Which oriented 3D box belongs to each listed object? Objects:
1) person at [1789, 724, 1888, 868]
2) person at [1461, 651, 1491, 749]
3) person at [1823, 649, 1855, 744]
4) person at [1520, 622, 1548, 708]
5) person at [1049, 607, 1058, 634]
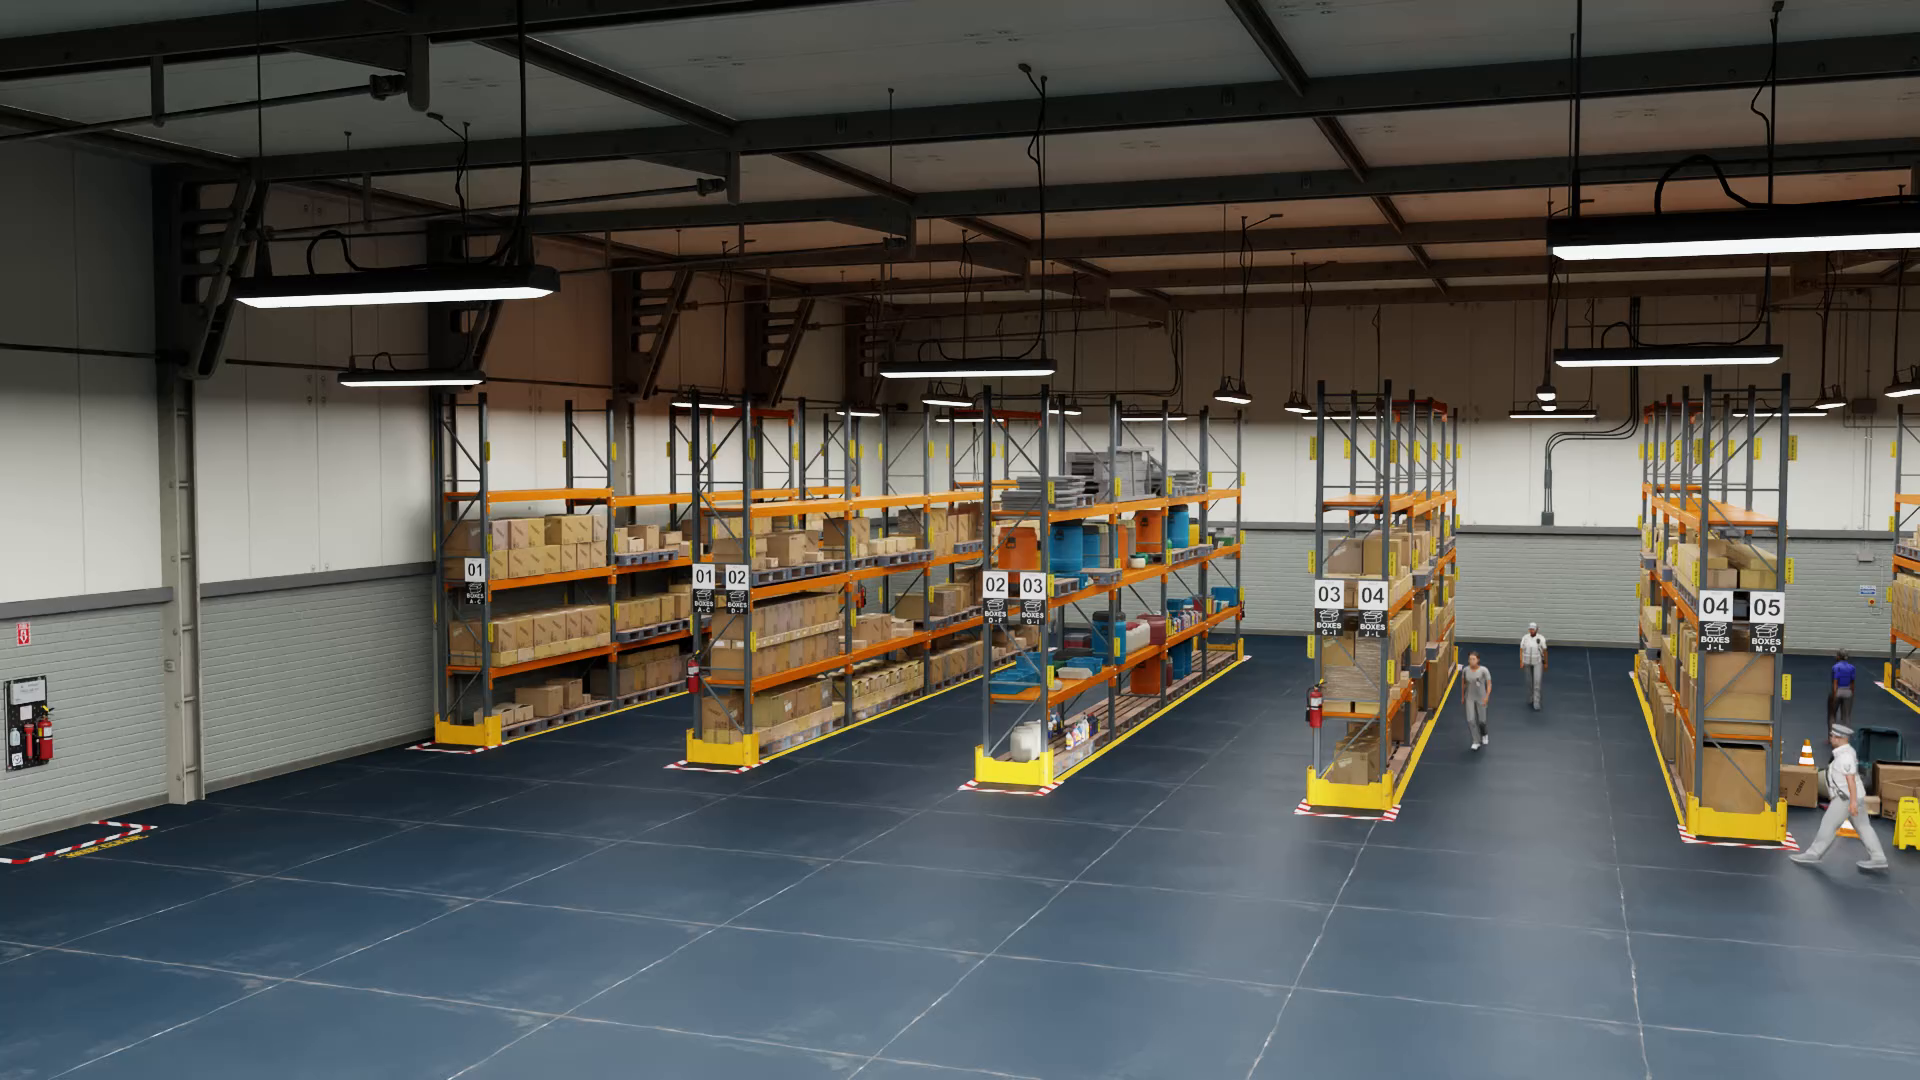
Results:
[{"bbox_3d":[10.578,3.058,19.976,1.039,1.695,0.586,2,4,35],"label":"person"},{"bbox_3d":[8.754,2.687,28.127,0.501,1.651,0.608,2,4,30],"label":"person"},{"bbox_3d":[14.958,2.712,28.210,0.448,1.691,0.595,1,3,14],"label":"person"},{"bbox_3d":[11.227,2.429,32.635,0.500,1.623,0.891,2,4,35],"label":"person"},{"bbox_3d":[2.615,1.727,45.469,0.470,1.673,0.475,2,4,32],"label":"person"}]
